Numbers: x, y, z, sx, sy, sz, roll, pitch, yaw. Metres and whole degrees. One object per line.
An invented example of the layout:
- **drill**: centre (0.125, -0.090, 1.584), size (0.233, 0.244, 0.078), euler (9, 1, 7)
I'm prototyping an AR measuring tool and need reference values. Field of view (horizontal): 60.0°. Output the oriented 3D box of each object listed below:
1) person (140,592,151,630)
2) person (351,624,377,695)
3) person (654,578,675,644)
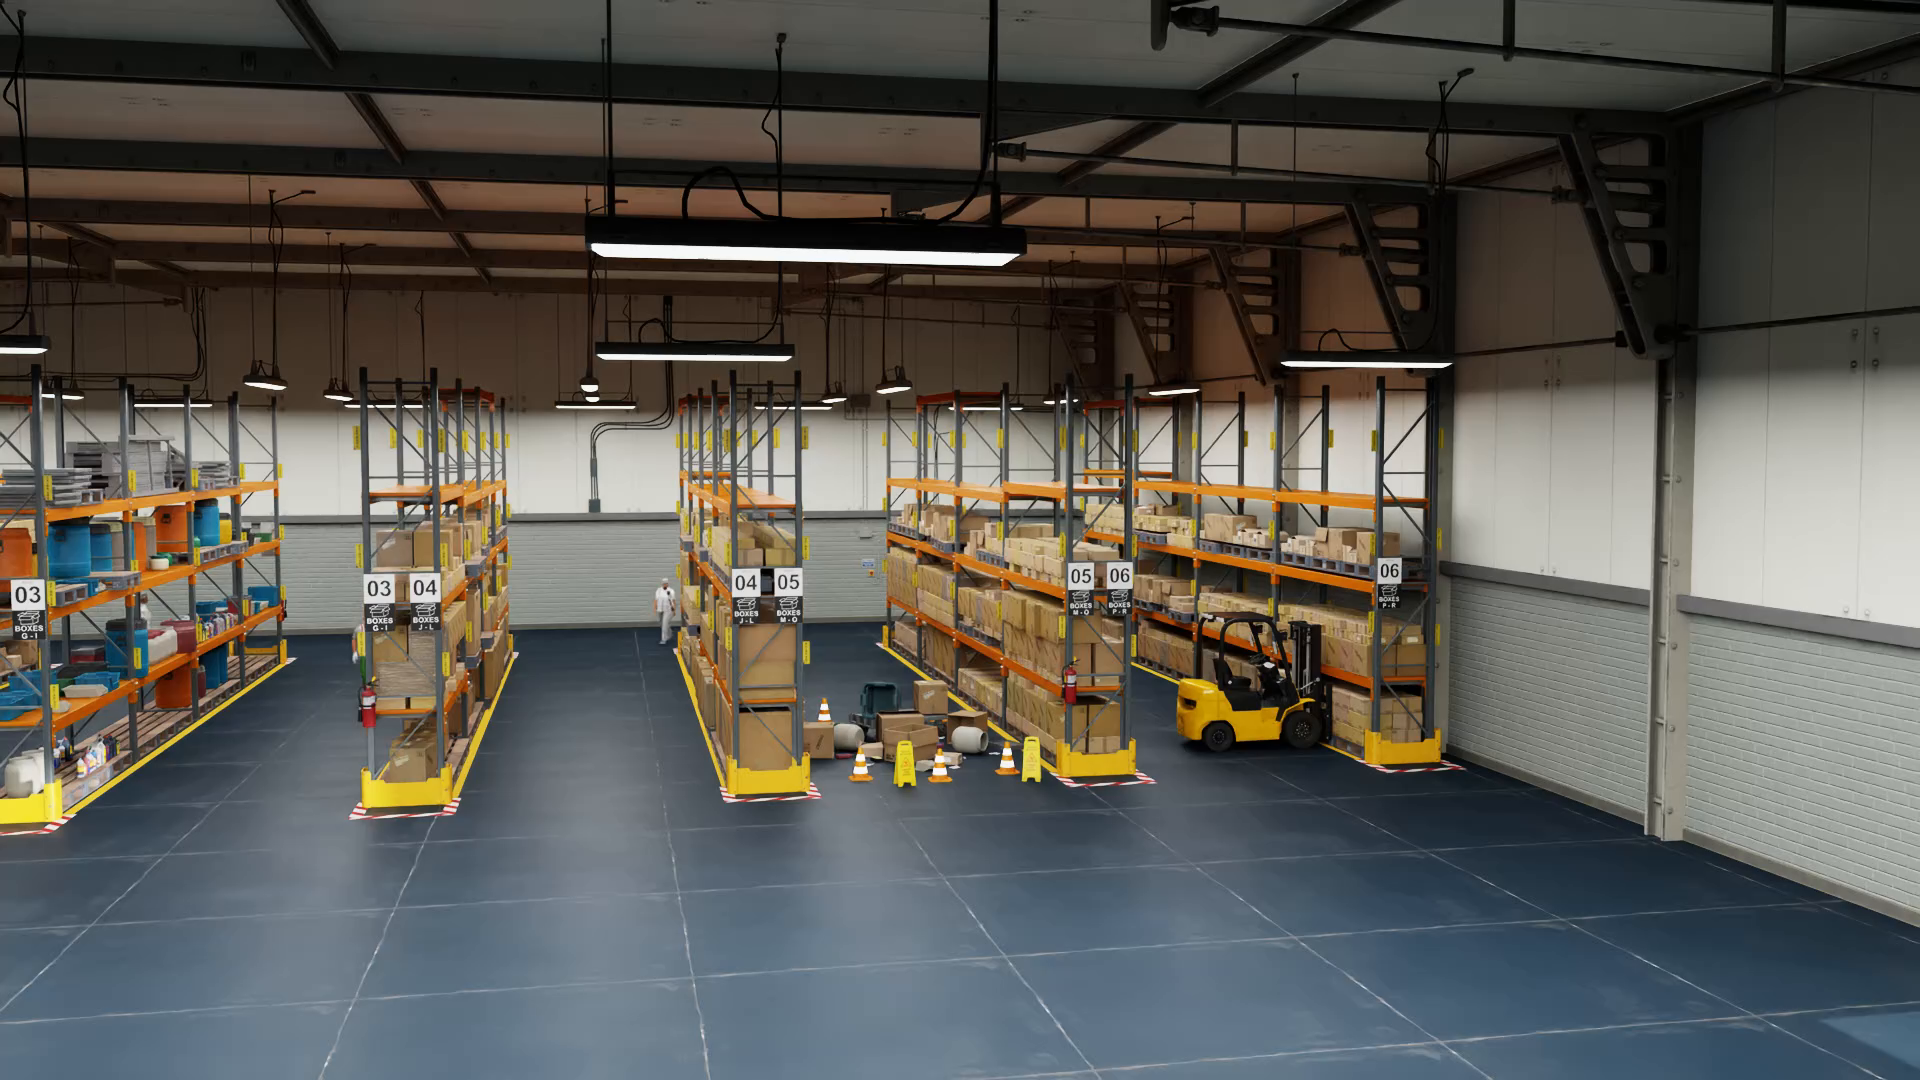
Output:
- **person**: centre (-18.018, 1.983, 36.477), size (0.523, 1.669, 0.768), euler (2, 4, 36)
- **person**: centre (-11.415, 2.218, 32.097), size (0.624, 1.765, 0.703), euler (-2, 4, -26)
- **person**: centre (-7.271, 1.738, 41.089), size (0.481, 1.600, 1.038), euler (1, 4, 17)
